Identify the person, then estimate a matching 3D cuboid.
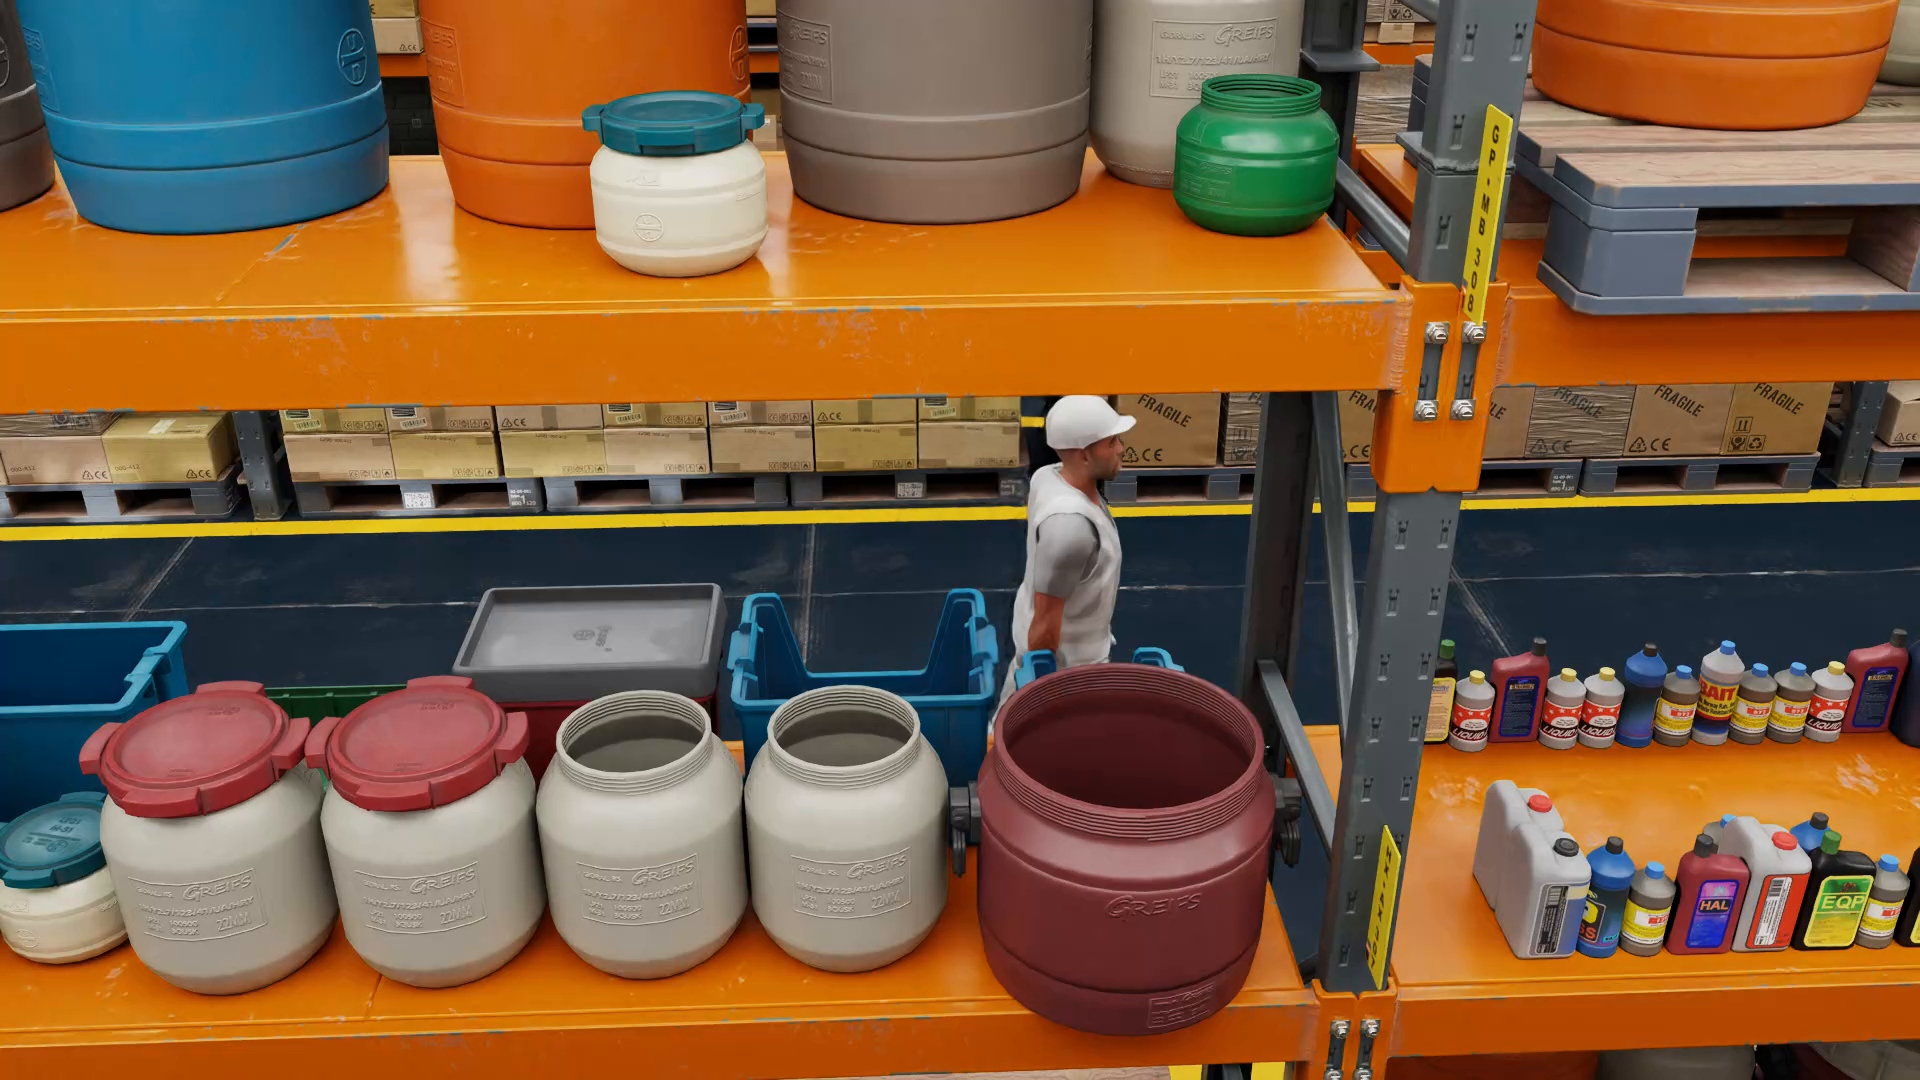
[{"bbox_3d":[0.328,0.343,5.433,1.053,1.754,0.544,-2,27,-4],"label":"person"}]
